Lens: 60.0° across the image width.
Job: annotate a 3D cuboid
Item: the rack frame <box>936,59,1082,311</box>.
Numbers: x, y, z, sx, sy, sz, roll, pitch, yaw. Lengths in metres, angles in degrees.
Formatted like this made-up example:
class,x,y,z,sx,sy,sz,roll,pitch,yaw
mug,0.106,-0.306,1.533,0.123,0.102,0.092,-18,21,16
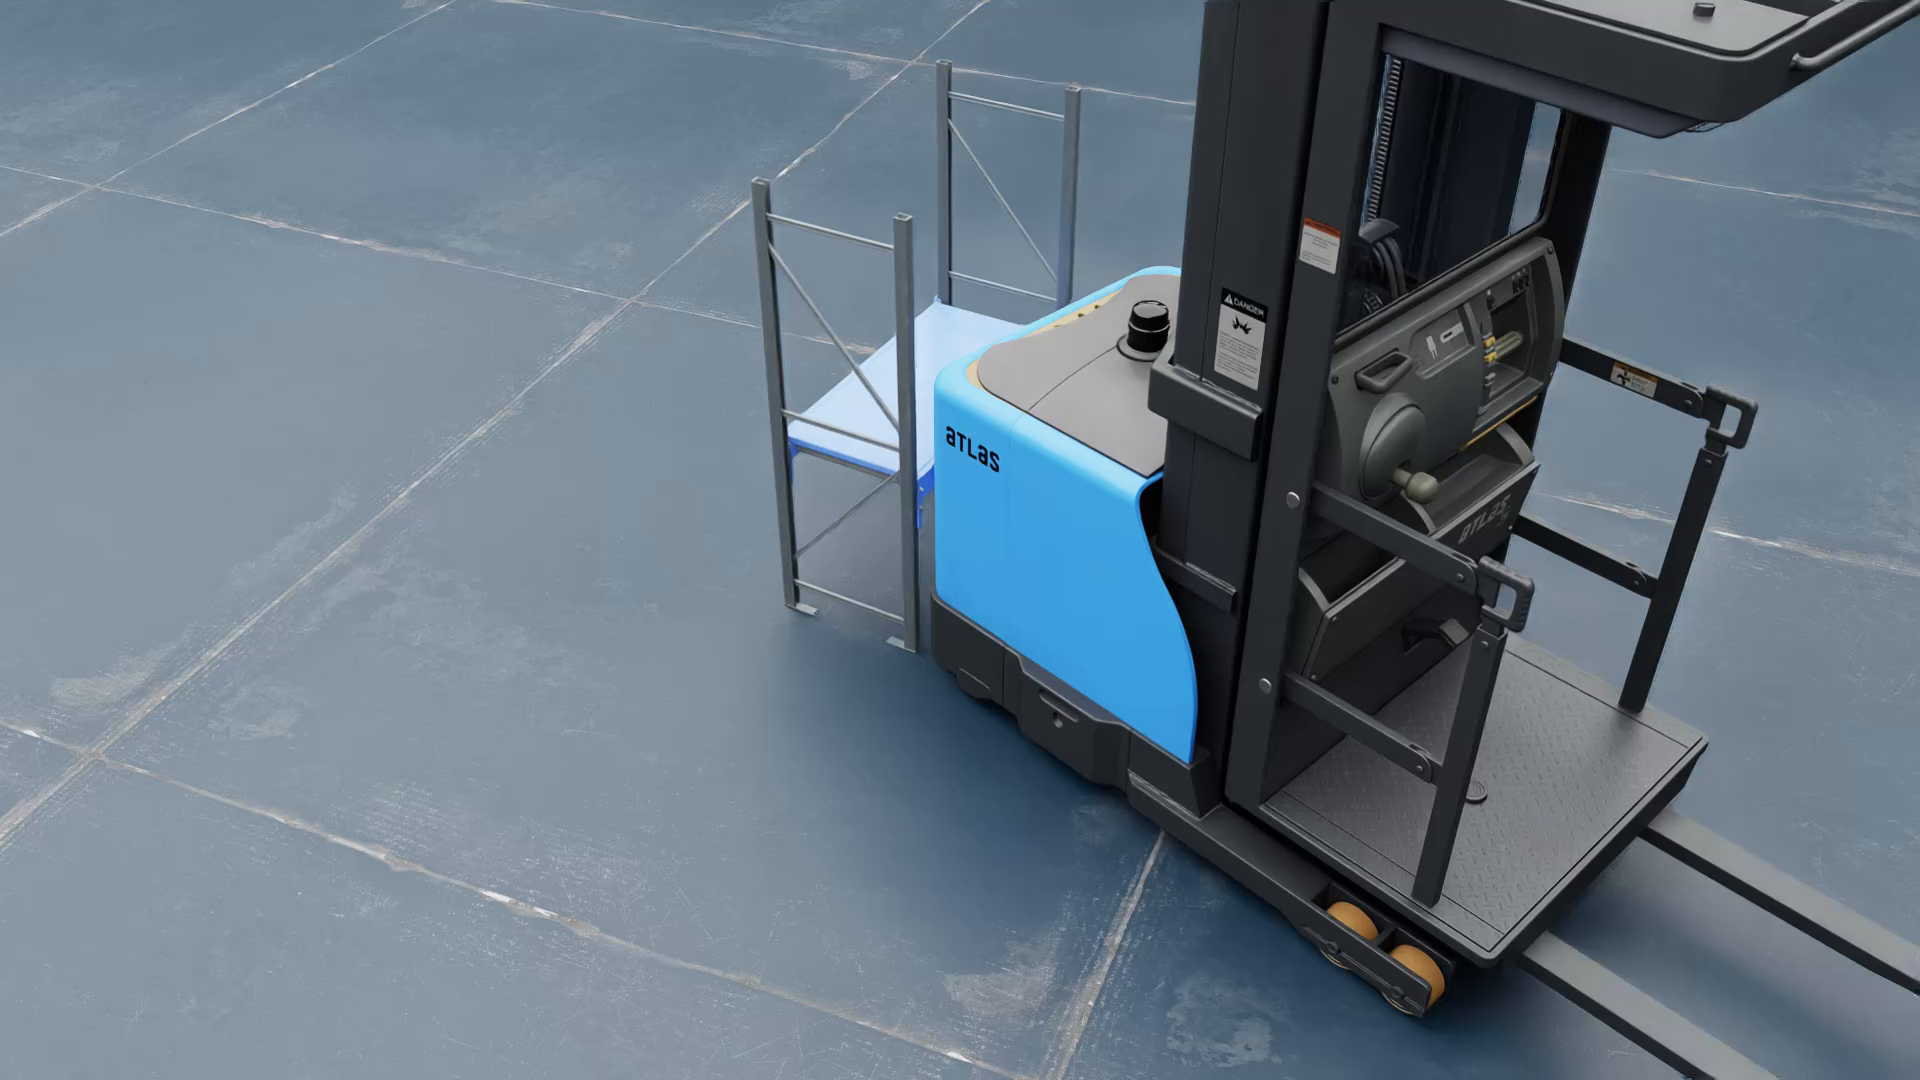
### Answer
class,x,y,z,sx,sy,sz,roll,pitch,yaw
rack frame,0.148,-0.850,5.634,0.500,1.500,0.032,19,41,23

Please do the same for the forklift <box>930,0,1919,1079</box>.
class,x,y,z,sx,sy,sz,roll,pitch,yaw
forklift,1.291,-0.342,3.759,1.130,2.935,3.031,-30,46,-34

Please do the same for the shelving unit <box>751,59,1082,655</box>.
class,x,y,z,sx,sy,sz,roll,pitch,yaw
shelving unit,-0.101,-0.584,5.279,0.538,1.500,1.048,19,41,23

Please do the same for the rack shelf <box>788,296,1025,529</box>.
class,x,y,z,sx,sy,sz,roll,pitch,yaw
rack shelf,-0.101,-0.440,5.387,0.538,0.185,1.000,19,41,23

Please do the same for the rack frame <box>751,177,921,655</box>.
class,x,y,z,sx,sy,sz,roll,pitch,yaw
rack frame,-0.350,-0.319,4.924,0.500,1.500,0.032,19,41,23
